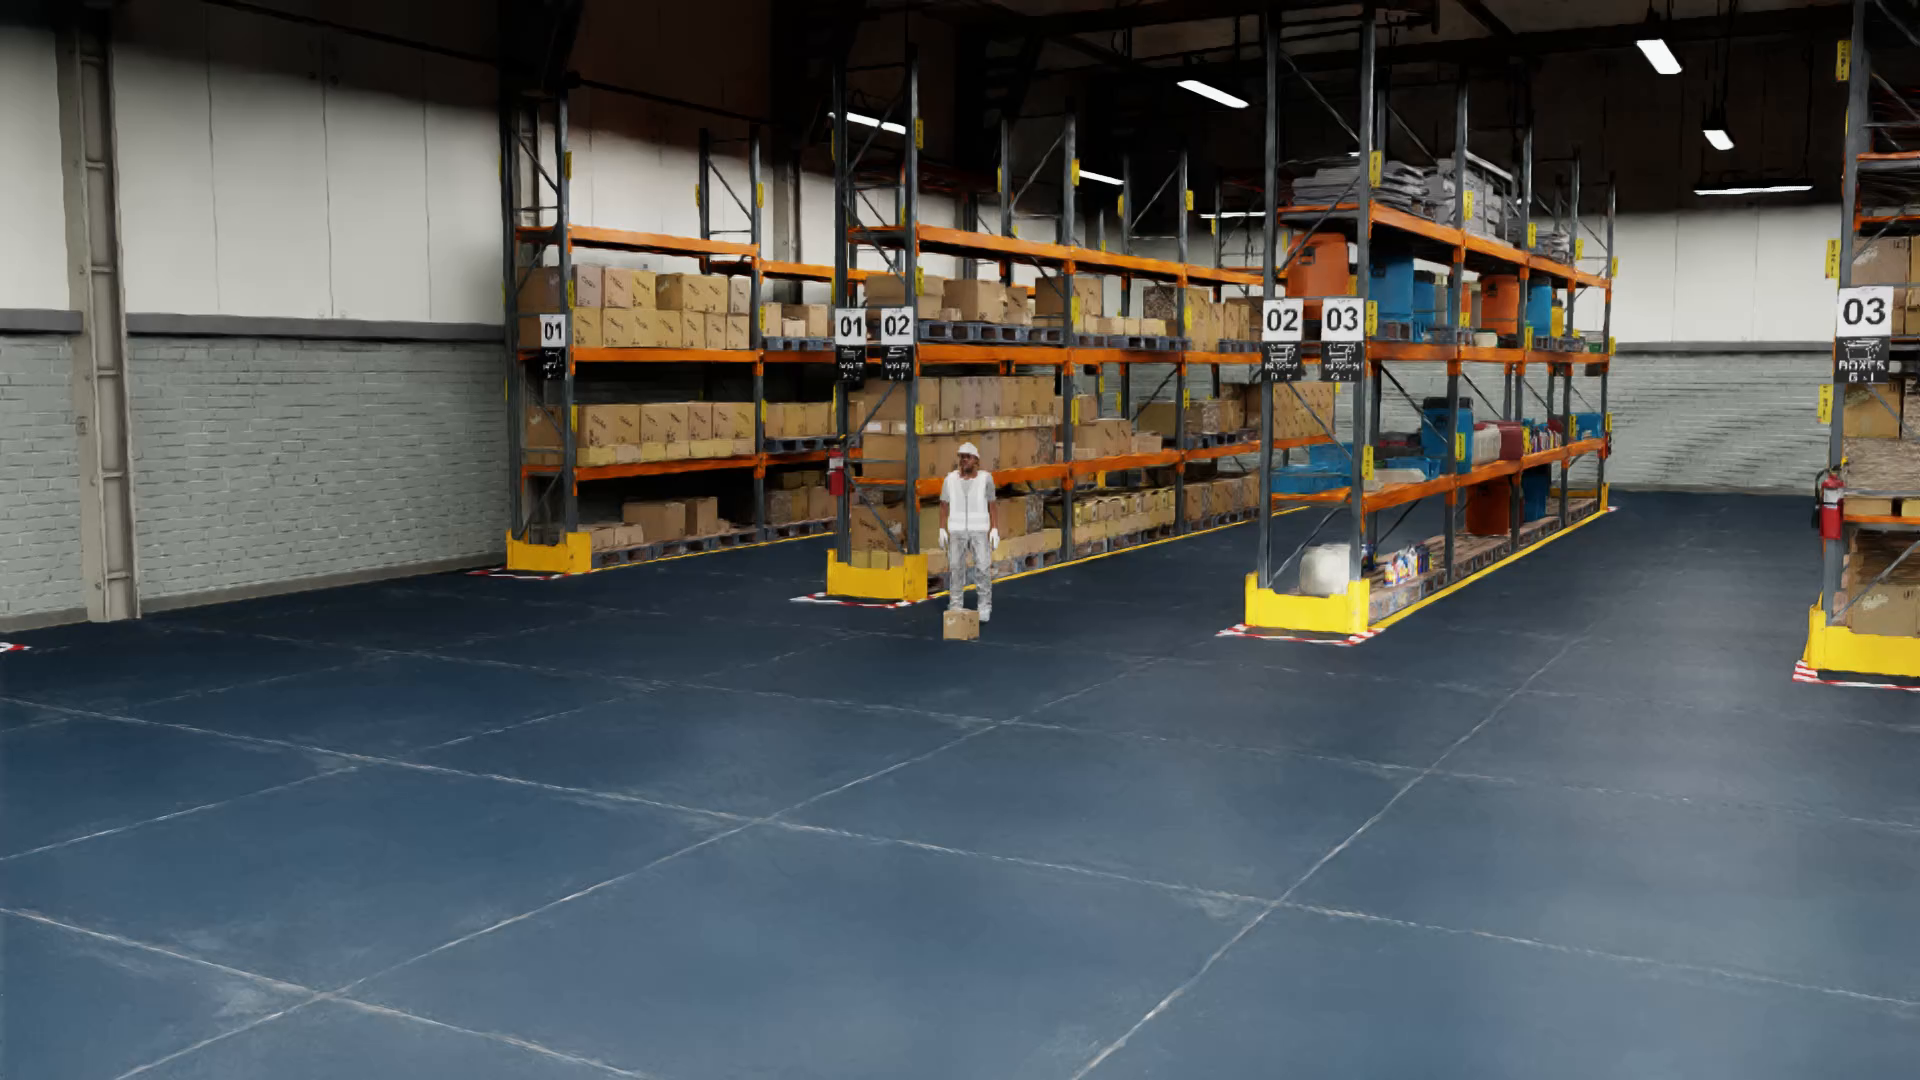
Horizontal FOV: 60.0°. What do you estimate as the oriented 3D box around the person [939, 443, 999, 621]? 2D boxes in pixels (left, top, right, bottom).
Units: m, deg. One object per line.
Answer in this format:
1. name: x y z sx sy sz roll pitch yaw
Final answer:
1. person: 0.088 -0.075 16.520 0.612 1.782 0.345 1 6 8
